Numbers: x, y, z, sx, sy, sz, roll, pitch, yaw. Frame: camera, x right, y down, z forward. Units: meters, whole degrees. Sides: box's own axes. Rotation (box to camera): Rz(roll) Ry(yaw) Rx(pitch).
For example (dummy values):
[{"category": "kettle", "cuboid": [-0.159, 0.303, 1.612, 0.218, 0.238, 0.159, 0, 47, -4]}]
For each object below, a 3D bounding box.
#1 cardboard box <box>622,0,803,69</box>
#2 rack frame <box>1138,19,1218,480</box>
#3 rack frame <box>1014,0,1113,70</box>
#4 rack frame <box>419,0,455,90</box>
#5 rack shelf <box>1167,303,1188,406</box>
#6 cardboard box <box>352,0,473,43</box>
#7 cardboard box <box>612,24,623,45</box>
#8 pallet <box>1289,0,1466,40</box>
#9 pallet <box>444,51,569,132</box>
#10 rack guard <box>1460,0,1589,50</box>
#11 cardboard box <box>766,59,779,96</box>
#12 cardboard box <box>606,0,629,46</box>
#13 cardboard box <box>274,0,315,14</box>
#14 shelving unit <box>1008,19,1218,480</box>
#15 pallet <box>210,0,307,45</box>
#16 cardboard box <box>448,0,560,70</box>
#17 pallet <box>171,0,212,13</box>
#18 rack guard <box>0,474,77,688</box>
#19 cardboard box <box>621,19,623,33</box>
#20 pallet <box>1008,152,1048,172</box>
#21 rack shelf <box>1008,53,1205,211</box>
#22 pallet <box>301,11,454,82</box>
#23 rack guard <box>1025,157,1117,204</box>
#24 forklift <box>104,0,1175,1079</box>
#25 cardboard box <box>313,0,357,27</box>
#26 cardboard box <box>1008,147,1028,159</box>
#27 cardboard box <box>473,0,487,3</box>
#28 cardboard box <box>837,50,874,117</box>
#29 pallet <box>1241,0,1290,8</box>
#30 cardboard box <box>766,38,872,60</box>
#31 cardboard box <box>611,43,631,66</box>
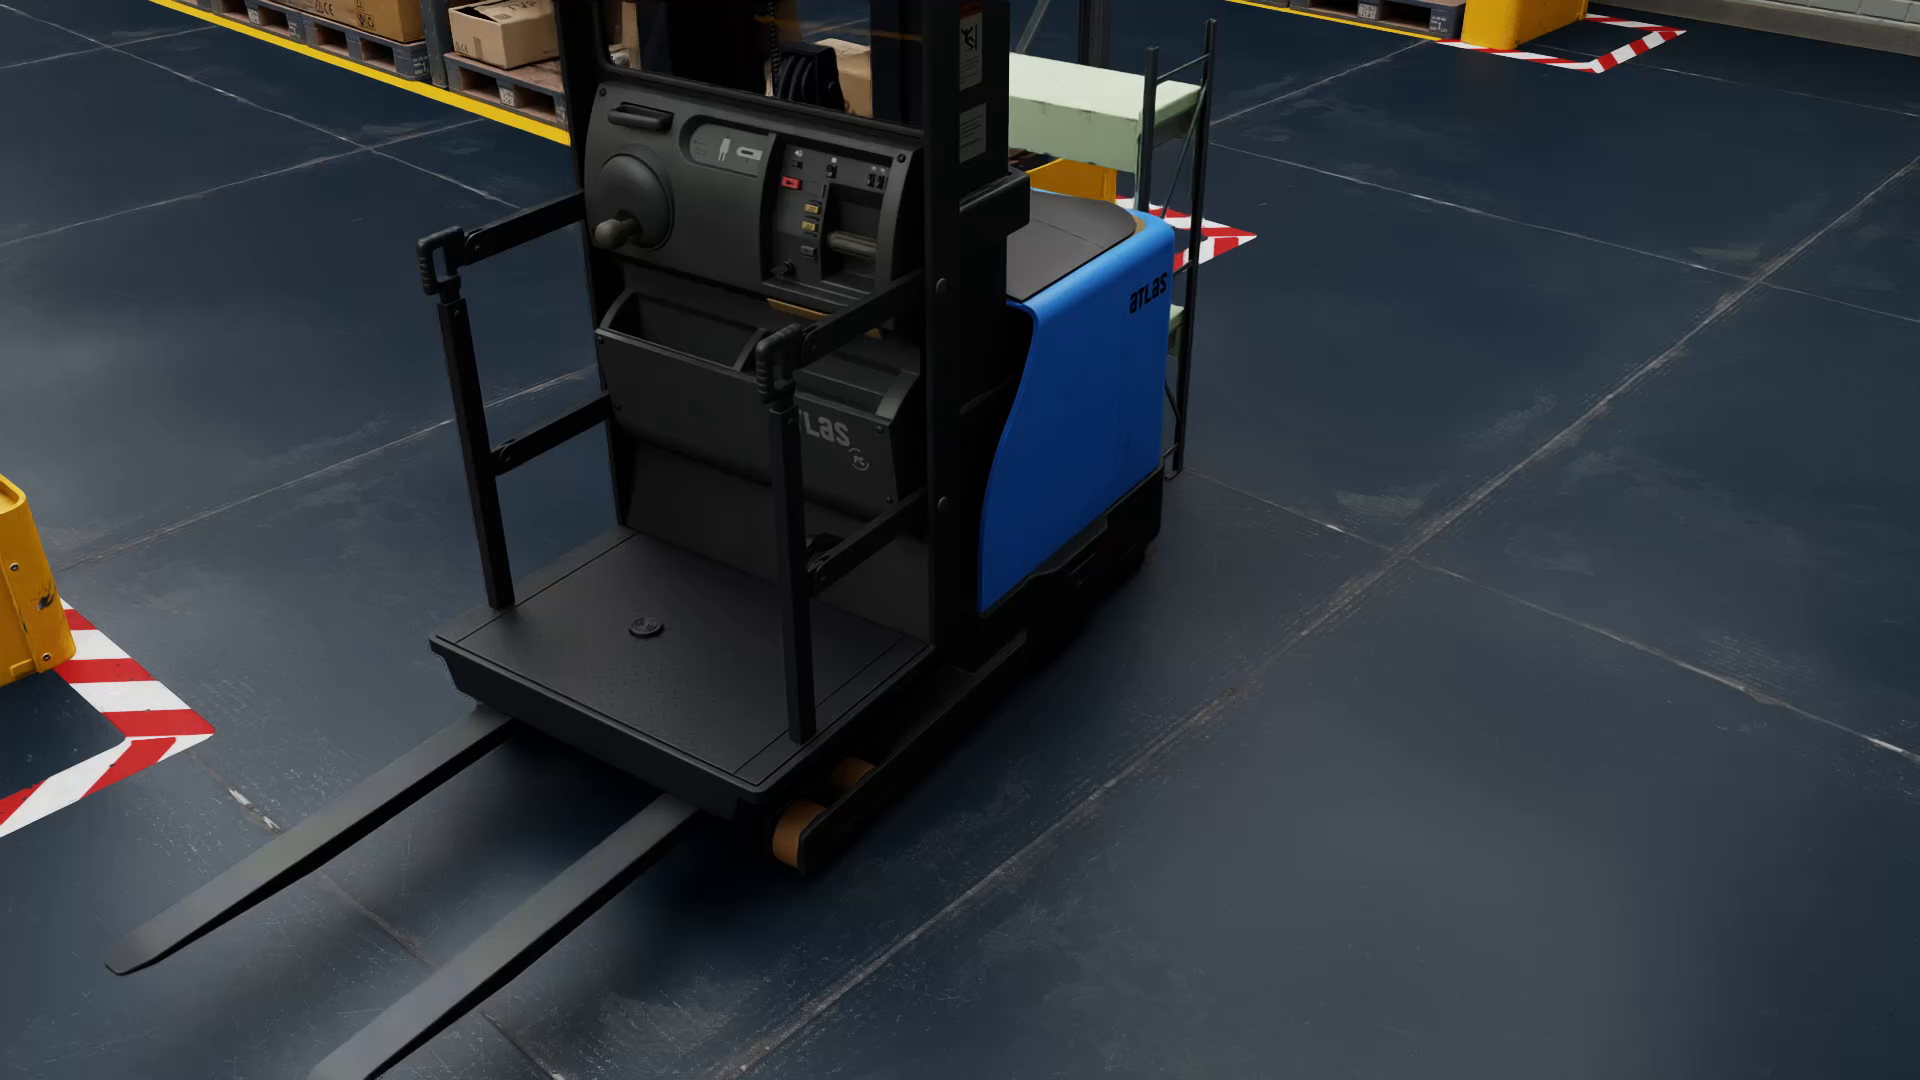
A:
[{"category": "cardboard box", "cuboid": [-1.269, -2.548, 8.567, 0.637, 0.503, 0.797, 25, 39, 35]}, {"category": "rack frame", "cuboid": [0.635, -0.799, 5.122, 0.023, 1.500, 0.400, 19, 36, 29]}, {"category": "rack frame", "cuboid": [0.301, -2.692, 6.814, 0.127, 3.000, 1.000, 25, 39, 35]}, {"category": "rack frame", "cuboid": [-2.665, -4.077, 9.114, 0.127, 3.000, 1.000, 25, 39, 35]}, {"category": "rack shelf", "cuboid": [0.332, -0.625, 5.465, 0.720, 0.370, 0.431, 19, 36, 29]}, {"category": "cardboard box", "cuboid": [-3.223, -3.256, 9.747, 0.500, 0.500, 0.500, 25, 39, 35]}, {"category": "cardboard box", "cuboid": [-1.734, -2.848, 9.411, 0.250, 0.149, 0.380, 25, 39, 35]}, {"category": "pallet", "cuboid": [2.977, -3.640, 11.092, 1.213, 0.211, 1.003, 25, 39, 35]}, {"category": "pallet", "cuboid": [-2.156, -2.644, 9.438, 1.213, 0.211, 1.003, 25, 39, 35]}, {"category": "rack guard", "cuboid": [3.640, -3.509, 10.594, 0.348, 0.500, 1.175, 25, 39, 35]}, {"category": "cardboard box", "cuboid": [-0.952, -2.137, 8.131, 0.500, 0.250, 0.500, 25, 39, 35]}, {"category": "cardboard box", "cuboid": [-2.052, -3.106, 9.498, 0.500, 0.500, 0.500, 25, 39, 35]}, {"category": "cardboard box", "cuboid": [-3.956, -3.604, 10.325, 0.500, 0.500, 0.500, 26, 39, 36]}, {"category": "shelving unit", "cuboid": [0.332, -0.904, 5.298, 0.755, 1.500, 0.431, 19, 36, 29]}, {"category": "pallet", "cuboid": [-4.202, -3.571, 10.978, 1.213, 0.211, 1.003, 25, 39, 35]}, {"category": "cardboard box", "cuboid": [-2.499, -2.885, 9.315, 0.500, 0.311, 0.500, 25, 39, 35]}, {"category": "pallet", "cuboid": [-5.103, -3.994, 11.679, 1.213, 0.211, 1.003, 25, 39, 35]}, {"category": "rack guard", "cuboid": [-2.999, 0.275, 4.309, 0.348, 0.500, 1.175, 25, 39, 35]}, {"category": "cardboard box", "cuboid": [-1.496, -2.765, 9.115, 0.500, 0.311, 0.500, 25, 39, 35]}, {"category": "pallet", "cuboid": [-0.347, -1.800, 8.035, 1.213, 0.211, 1.003, 25, 39, 35]}, {"category": "rack shelf", "cuboid": [0.332, -1.239, 5.097, 0.720, 0.370, 0.431, 19, 36, 29]}, {"category": "pallet", "cuboid": [-3.293, -3.149, 10.277, 1.213, 0.211, 1.003, 25, 39, 35]}, {"category": "rack guard", "cuboid": [0.244, -1.648, 7.503, 0.348, 0.500, 1.175, 25, 39, 35]}, {"category": "forklift", "cuboid": [-0.621, -0.753, 3.659, 1.130, 2.935, 3.031, 19, 36, 29]}, {"category": "cardboard box", "cuboid": [-3.584, -3.430, 10.036, 0.500, 0.500, 0.500, 25, 39, 35]}, {"category": "cardboard box", "cuboid": [0.221, -1.936, 7.895, 0.250, 0.149, 0.380, 25, 39, 35]}, {"category": "cardboard box", "cuboid": [-2.860, -3.455, 10.078, 0.500, 0.500, 0.500, 23, 38, 33]}, {"category": "cardboard box", "cuboid": [-0.268, -1.904, 7.502, 0.500, 0.500, 0.500, 25, 39, 35]}, {"category": "pallet", "cuboid": [2.076, -4.062, 11.794, 1.213, 0.211, 1.003, 25, 39, 35]}, {"category": "cardboard box", "cuboid": [-0.653, -2.346, 8.478, 0.500, 0.250, 0.500, 25, 39, 35]}, {"category": "cardboard box", "cuboid": [-1.851, -2.528, 8.861, 0.250, 0.166, 0.380, 25, 39, 35]}]
